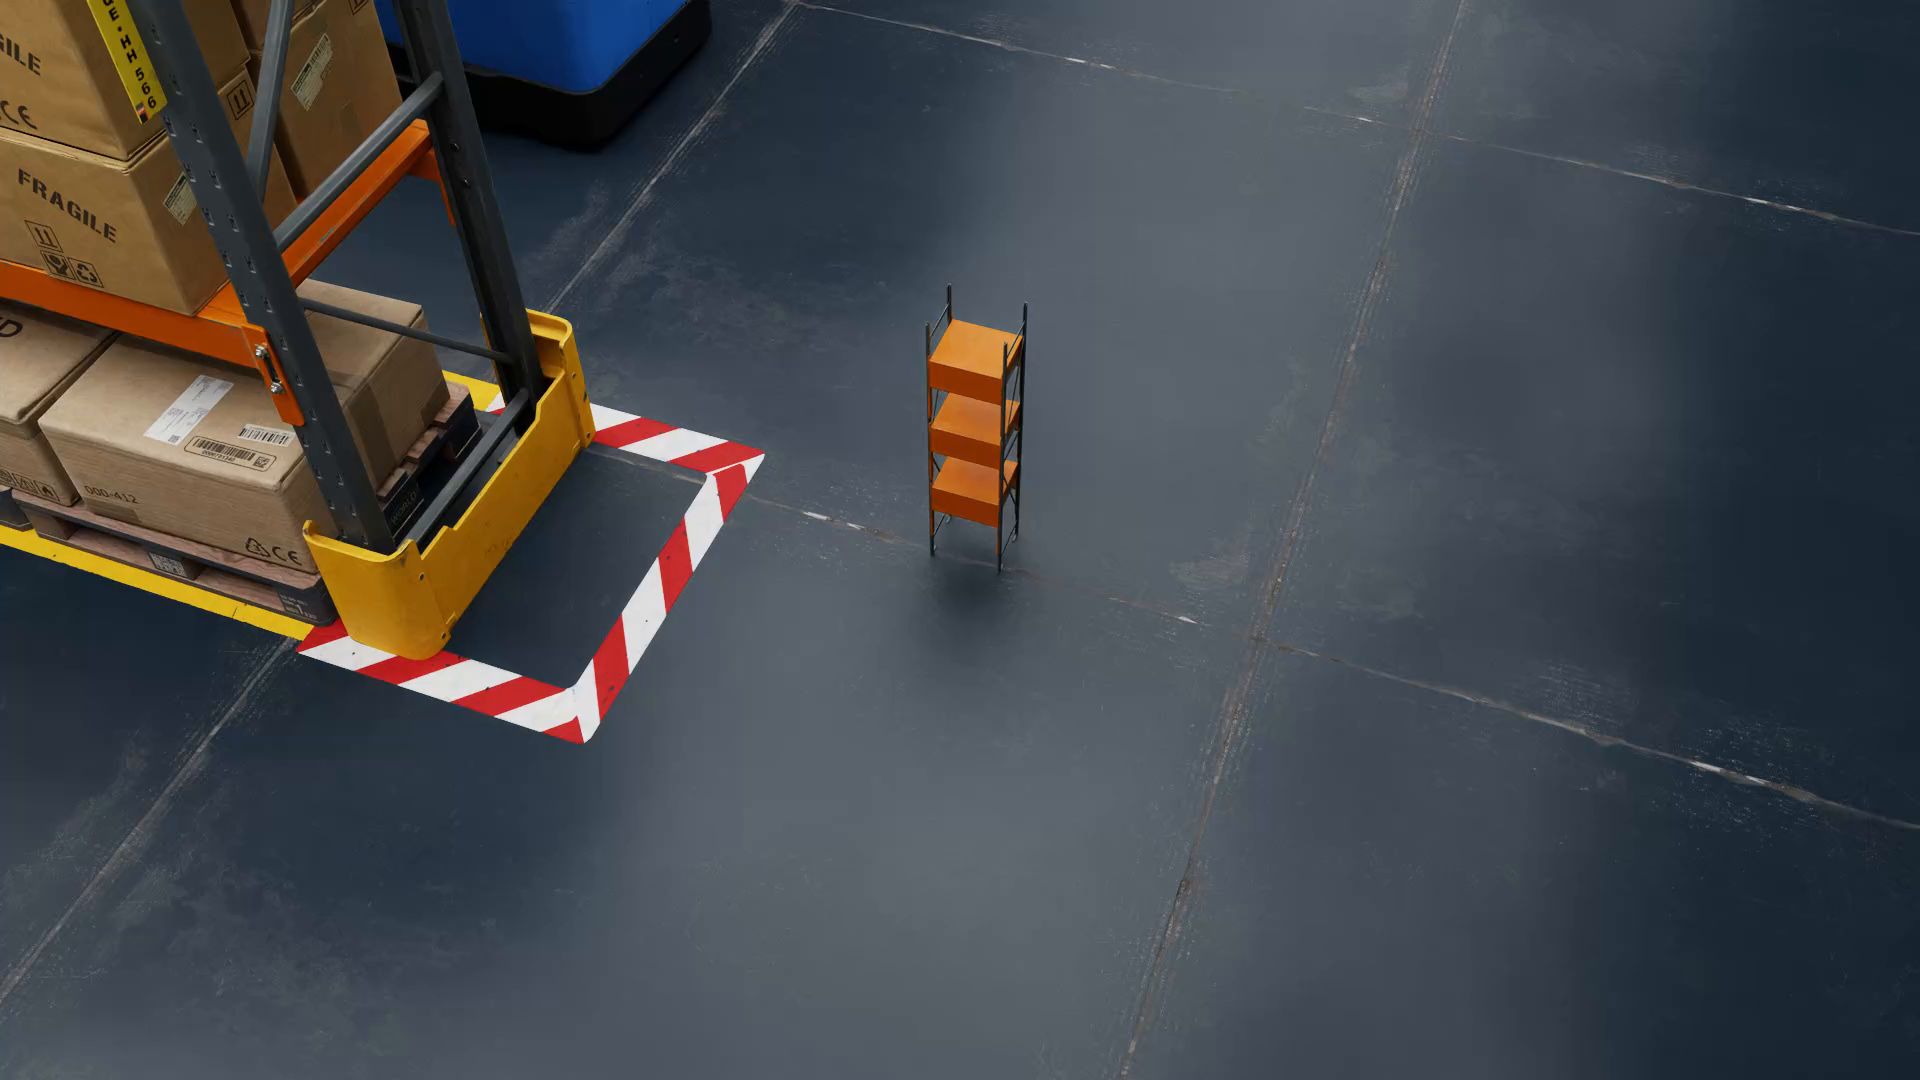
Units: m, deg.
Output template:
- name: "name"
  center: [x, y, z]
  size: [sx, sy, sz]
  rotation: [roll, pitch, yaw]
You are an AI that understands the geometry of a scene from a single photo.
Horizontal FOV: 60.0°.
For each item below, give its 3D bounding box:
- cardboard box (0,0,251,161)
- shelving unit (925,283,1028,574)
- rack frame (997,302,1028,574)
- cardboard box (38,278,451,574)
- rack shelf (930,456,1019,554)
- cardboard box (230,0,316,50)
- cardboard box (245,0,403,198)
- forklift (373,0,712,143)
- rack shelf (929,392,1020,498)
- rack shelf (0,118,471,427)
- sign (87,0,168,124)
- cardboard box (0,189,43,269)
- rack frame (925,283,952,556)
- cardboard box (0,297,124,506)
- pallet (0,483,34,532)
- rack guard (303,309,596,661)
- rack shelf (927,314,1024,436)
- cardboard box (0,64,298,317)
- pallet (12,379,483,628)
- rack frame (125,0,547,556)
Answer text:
- name: "cardboard box"
  center: [-2.236, -1.359, 4.215]
  size: [0.500, 0.500, 0.500]
  rotation: [17, 51, 14]
- name: "shelving unit"
  center: [0.050, -0.330, 5.341]
  size: [0.252, 1.050, 0.215]
  rotation: [16, 51, 13]
- name: "rack frame"
  center: [0.165, -0.298, 5.313]
  size: [0.008, 1.050, 0.200]
  rotation: [16, 51, 13]
- name: "cardboard box"
  center: [-2.355, -0.441, 5.565]
  size: [0.875, 0.438, 0.875]
  rotation: [14, 51, 12]
- name: "rack shelf"
  center: [0.050, -0.141, 5.559]
  size: [0.240, 0.259, 0.215]
  rotation: [16, 51, 13]
- name: "cardboard box"
  center: [-2.053, -1.729, 4.536]
  size: [0.500, 0.500, 0.500]
  rotation: [15, 51, 12]
- name: "cardboard box"
  center: [-2.052, -1.403, 4.915]
  size: [0.500, 0.500, 0.500]
  rotation: [15, 51, 13]
- name: "forklift"
  center: [-2.711, -3.422, 6.777]
  size: [3.031, 2.935, 1.130]
  rotation: [19, 52, 15]
- name: "rack shelf"
  center: [0.050, -0.323, 5.349]
  size: [0.240, 0.259, 0.215]
  rotation: [16, 51, 13]
- name: "rack shelf"
  center: [-3.577, -1.329, 5.393]
  size: [4.000, 0.370, 1.077]
  rotation: [16, 51, 13]
- name: "sign"
  center: [-1.902, -1.117, 3.810]
  size: [0.005, 0.325, 0.100]
  rotation: [16, 51, 13]
- name: "cardboard box"
  center: [-2.711, -1.155, 4.700]
  size: [0.500, 0.500, 0.500]
  rotation: [15, 51, 12]
- name: "rack frame"
  center: [-0.064, -0.362, 5.369]
  size: [0.008, 1.050, 0.200]
  rotation: [16, 51, 13]
- name: "cardboard box"
  center: [-3.216, -0.675, 5.768]
  size: [0.875, 0.438, 0.875]
  rotation: [17, 51, 14]
- name: "pallet"
  center: [-3.619, -0.602, 6.132]
  size: [1.213, 0.211, 1.003]
  rotation: [16, 51, 13]
- name: "rack guard"
  center: [-1.679, -0.216, 5.606]
  size: [0.348, 0.500, 1.175]
  rotation: [16, 51, 13]
- name: "rack shelf"
  center: [0.050, -0.509, 5.135]
  size: [0.240, 0.259, 0.215]
  rotation: [16, 51, 13]
- name: "cardboard box"
  center: [-2.245, -1.012, 4.576]
  size: [0.500, 0.500, 0.500]
  rotation: [16, 51, 13]
- name: "pallet"
  center: [-2.478, -0.282, 5.854]
  size: [1.213, 0.211, 1.003]
  rotation: [16, 51, 13]
- name: "rack frame"
  center: [-1.701, -1.041, 4.667]
  size: [0.127, 3.000, 1.000]
  rotation: [16, 51, 13]
